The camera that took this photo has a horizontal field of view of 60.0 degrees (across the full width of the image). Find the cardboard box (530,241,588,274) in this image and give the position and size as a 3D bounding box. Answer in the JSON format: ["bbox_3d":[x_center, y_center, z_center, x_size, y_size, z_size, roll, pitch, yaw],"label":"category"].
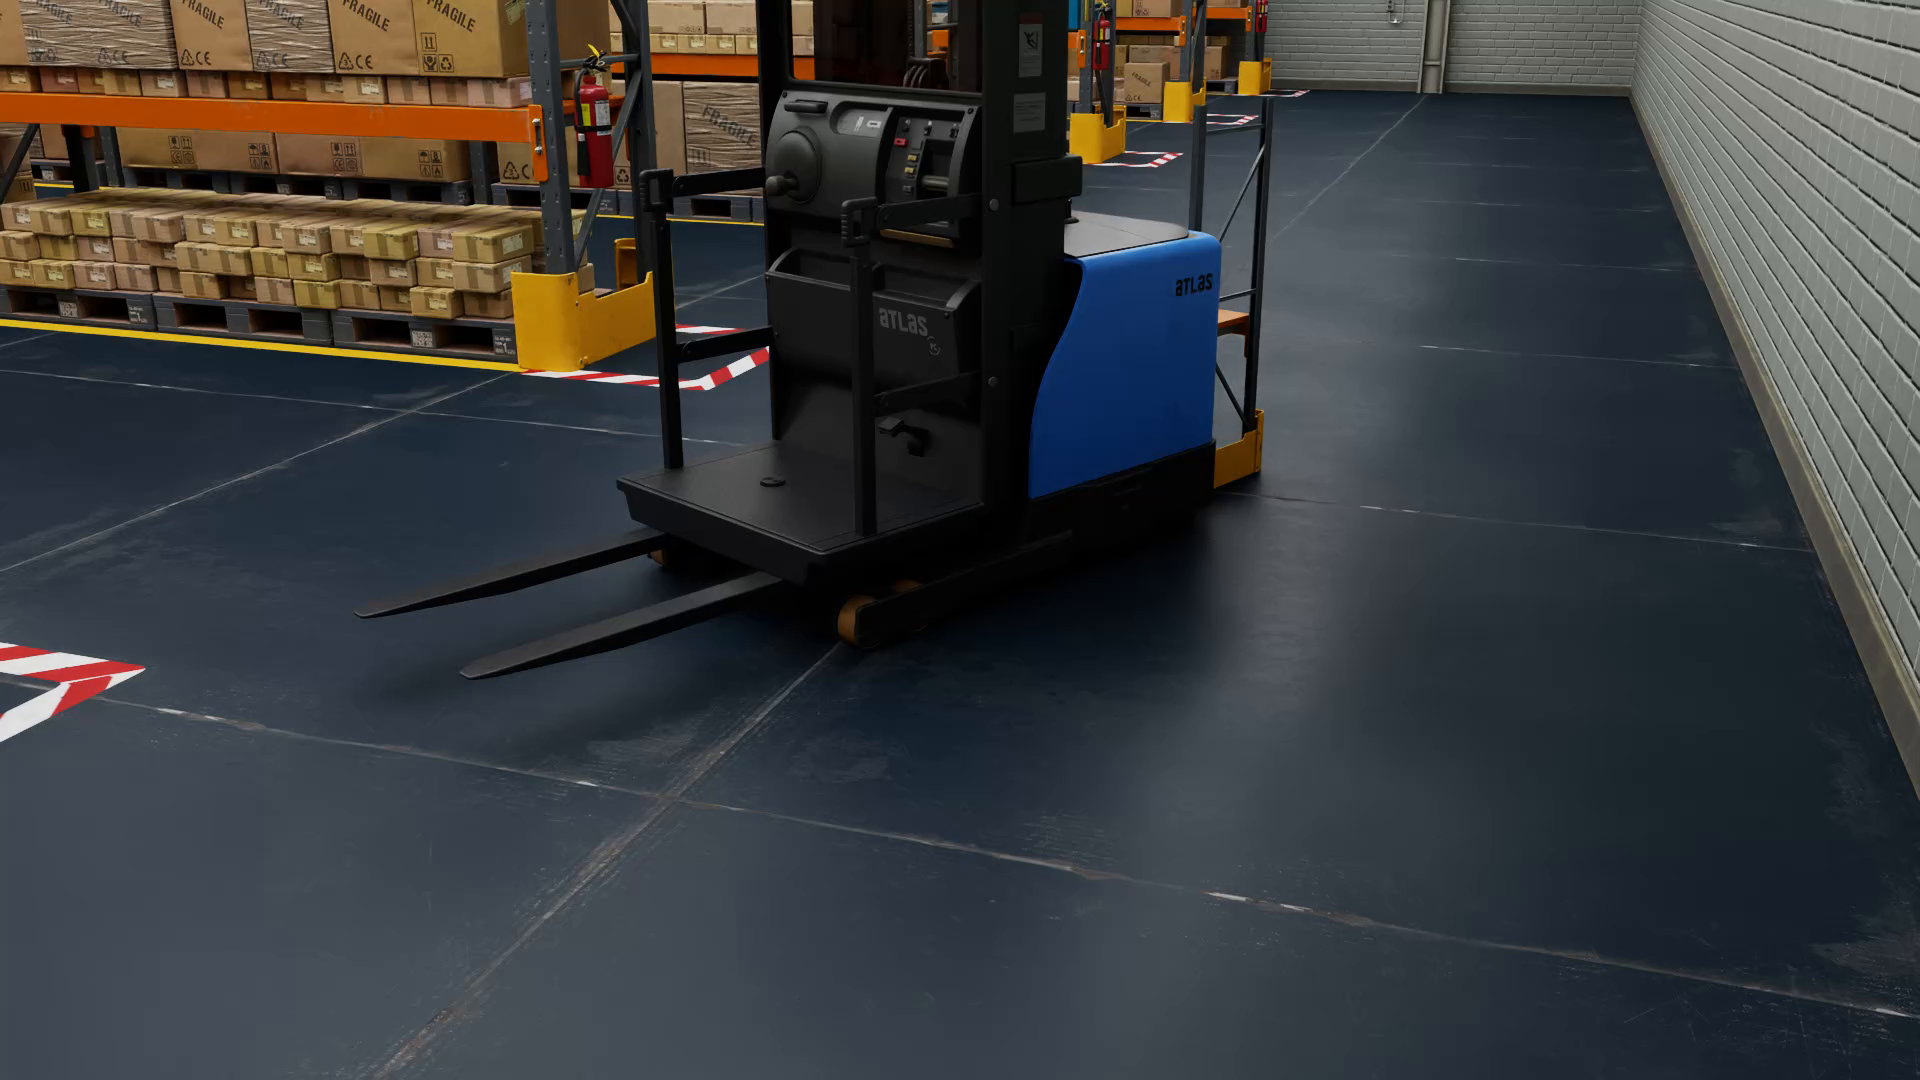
[{"bbox_3d":[-2.304,-1.594,9.332,0.250,0.149,0.380,7,21,20],"label":"cardboard box"}]

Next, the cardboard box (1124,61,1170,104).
[{"bbox_3d":[2.489,-6.085,22.105,0.500,0.500,0.500,7,20,18],"label":"cardboard box"}]

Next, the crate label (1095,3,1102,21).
[{"bbox_3d":[1.330,-5.614,17.788,0.303,0.233,0.416,7,20,18],"label":"crate label"}]

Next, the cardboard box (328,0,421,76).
[{"bbox_3d":[-2.888,-2.678,8.598,0.500,0.500,0.500,6,20,17],"label":"cardboard box"}]

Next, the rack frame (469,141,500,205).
[{"bbox_3d":[-3.949,-4.428,14.222,0.127,3.000,1.000,7,20,18],"label":"rack frame"}]

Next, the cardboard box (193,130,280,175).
[{"bbox_3d":[-6.243,-3.875,15.227,0.875,0.875,1.225,7,20,18],"label":"cardboard box"}]

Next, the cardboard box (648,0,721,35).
[{"bbox_3d":[-2.169,-4.200,13.344,0.500,0.250,0.500,7,20,18],"label":"cardboard box"}]

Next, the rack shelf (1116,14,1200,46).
[{"bbox_3d":[1.195,-6.952,22.556,4.000,0.370,1.077,7,20,18],"label":"rack shelf"}]

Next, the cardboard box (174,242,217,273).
[{"bbox_3d":[-4.201,-1.622,9.414,0.250,0.149,0.380,6,20,18],"label":"cardboard box"}]

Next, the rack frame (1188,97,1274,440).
[{"bbox_3d":[1.033,-0.939,6.491,0.032,1.500,0.500,17,25,39],"label":"rack frame"}]

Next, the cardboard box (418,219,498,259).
[{"bbox_3d":[-2.695,-1.621,8.959,0.250,0.149,0.380,7,20,19],"label":"cardboard box"}]

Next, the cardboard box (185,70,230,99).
[{"bbox_3d":[-3.984,-2.504,9.084,0.250,0.149,0.380,7,21,20],"label":"cardboard box"}]

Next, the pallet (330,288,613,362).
[{"bbox_3d":[-2.721,-1.255,9.355,1.213,0.211,1.003,7,20,18],"label":"pallet"}]

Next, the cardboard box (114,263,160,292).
[{"bbox_3d":[-4.674,-1.558,9.682,0.250,0.149,0.380,6,20,17],"label":"cardboard box"}]

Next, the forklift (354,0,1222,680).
[{"bbox_3d":[-0.445,-1.239,5.178,3.031,2.935,1.130,-18,26,-42],"label":"forklift"}]

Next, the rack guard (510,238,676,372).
[{"bbox_3d":[-1.966,-1.292,9.024,0.348,0.500,1.175,7,20,18],"label":"rack guard"}]

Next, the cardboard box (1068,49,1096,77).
[{"bbox_3d":[2.074,-7.898,27.337,0.500,0.500,0.700,6,20,18],"label":"cardboard box"}]

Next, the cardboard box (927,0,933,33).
[{"bbox_3d":[-0.535,-4.201,13.348,0.500,0.250,0.500,6,20,17],"label":"cardboard box"}]

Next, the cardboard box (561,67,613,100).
[{"bbox_3d":[-2.092,-2.483,9.024,0.250,0.149,0.380,6,20,18],"label":"cardboard box"}]

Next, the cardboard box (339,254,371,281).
[{"bbox_3d":[-3.198,-1.542,9.184,0.250,0.149,0.380,6,20,17],"label":"cardboard box"}]

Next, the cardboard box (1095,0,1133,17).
[{"bbox_3d":[2.080,-7.141,21.855,0.500,0.500,0.500,7,20,19],"label":"cardboard box"}]

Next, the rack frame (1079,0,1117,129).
[{"bbox_3d":[1.455,-5.536,17.400,0.127,3.000,1.000,7,20,18],"label":"rack frame"}]

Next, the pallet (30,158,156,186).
[{"bbox_3d":[-8.465,-3.628,16.164,1.213,0.211,1.003,7,20,18],"label":"pallet"}]

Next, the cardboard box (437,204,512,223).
[{"bbox_3d":[-2.773,-1.819,9.528,0.250,0.149,0.380,6,20,18],"label":"cardboard box"}]

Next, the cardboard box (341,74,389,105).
[{"bbox_3d":[-3.008,-2.375,8.713,0.250,0.149,0.380,7,20,20],"label":"cardboard box"}]

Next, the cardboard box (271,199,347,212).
[{"bbox_3d":[-3.796,-1.893,9.740,0.250,0.149,0.380,7,20,18],"label":"cardboard box"}]

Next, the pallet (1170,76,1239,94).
[{"bbox_3d":[3.925,-7.361,26.874,1.213,0.211,1.003,7,20,18],"label":"pallet"}]

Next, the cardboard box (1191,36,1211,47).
[{"bbox_3d":[3.831,-7.942,26.478,0.250,0.149,0.380,6,20,17],"label":"cardboard box"}]

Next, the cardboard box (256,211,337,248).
[{"bbox_3d":[-3.690,-1.732,9.277,0.250,0.149,0.380,6,20,16],"label":"cardboard box"}]

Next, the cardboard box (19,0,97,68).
[{"bbox_3d":[-4.817,-2.901,9.238,0.500,0.500,0.500,7,20,18],"label":"cardboard box"}]

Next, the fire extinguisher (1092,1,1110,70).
[{"bbox_3d":[1.448,-5.166,17.022,0.183,0.674,0.296,7,20,18],"label":"fire extinguisher"}]

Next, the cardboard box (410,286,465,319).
[{"bbox_3d":[-2.736,-1.305,8.956,0.250,0.149,0.380,7,20,20],"label":"cardboard box"}]

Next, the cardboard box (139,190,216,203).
[{"bbox_3d":[-4.759,-2.032,10.139,0.250,0.149,0.380,6,20,18],"label":"cardboard box"}]

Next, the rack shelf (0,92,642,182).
[{"bbox_3d":[-3.783,-2.341,9.328,4.000,0.370,1.077,7,20,18],"label":"rack shelf"}]

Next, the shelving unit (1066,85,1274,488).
[{"bbox_3d":[0.663,-1.049,6.807,1.083,1.500,0.587,17,25,39],"label":"shelving unit"}]

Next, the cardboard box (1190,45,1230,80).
[{"bbox_3d":[4.012,-7.679,26.707,0.500,0.500,0.700,7,20,18],"label":"cardboard box"}]

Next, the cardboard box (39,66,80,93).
[{"bbox_3d":[-4.974,-2.628,9.441,0.250,0.149,0.380,6,20,16],"label":"cardboard box"}]

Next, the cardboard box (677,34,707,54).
[{"bbox_3d":[-2.059,-3.978,13.314,0.250,0.149,0.380,7,20,19],"label":"cardboard box"}]

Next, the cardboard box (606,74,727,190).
[{"bbox_3d":[-2.502,-3.430,13.948,0.875,0.875,0.875,7,20,18],"label":"cardboard box"}]

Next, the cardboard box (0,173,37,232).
[{"bbox_3d":[-6.283,-2.077,10.637,0.500,0.500,0.500,7,21,20],"label":"cardboard box"}]

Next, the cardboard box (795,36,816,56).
[{"bbox_3d":[-1.099,-3.868,12.999,0.250,0.149,0.380,7,20,18],"label":"cardboard box"}]

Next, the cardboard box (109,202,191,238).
[{"bbox_3d":[-4.665,-1.847,9.607,0.250,0.149,0.380,6,20,17],"label":"cardboard box"}]

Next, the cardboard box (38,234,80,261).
[{"bbox_3d":[-5.166,-1.751,9.784,0.250,0.149,0.380,7,20,18],"label":"cardboard box"}]

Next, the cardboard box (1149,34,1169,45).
[{"bbox_3d":[3.240,-8.143,27.053,0.250,0.149,0.380,7,20,19],"label":"cardboard box"}]

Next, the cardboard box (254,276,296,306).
[{"bbox_3d":[-3.708,-1.427,9.305,0.250,0.149,0.380,7,20,19],"label":"cardboard box"}]

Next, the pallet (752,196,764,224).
[{"bbox_3d":[-0.952,-2.741,13.619,1.213,0.211,1.003,7,20,18],"label":"pallet"}]
